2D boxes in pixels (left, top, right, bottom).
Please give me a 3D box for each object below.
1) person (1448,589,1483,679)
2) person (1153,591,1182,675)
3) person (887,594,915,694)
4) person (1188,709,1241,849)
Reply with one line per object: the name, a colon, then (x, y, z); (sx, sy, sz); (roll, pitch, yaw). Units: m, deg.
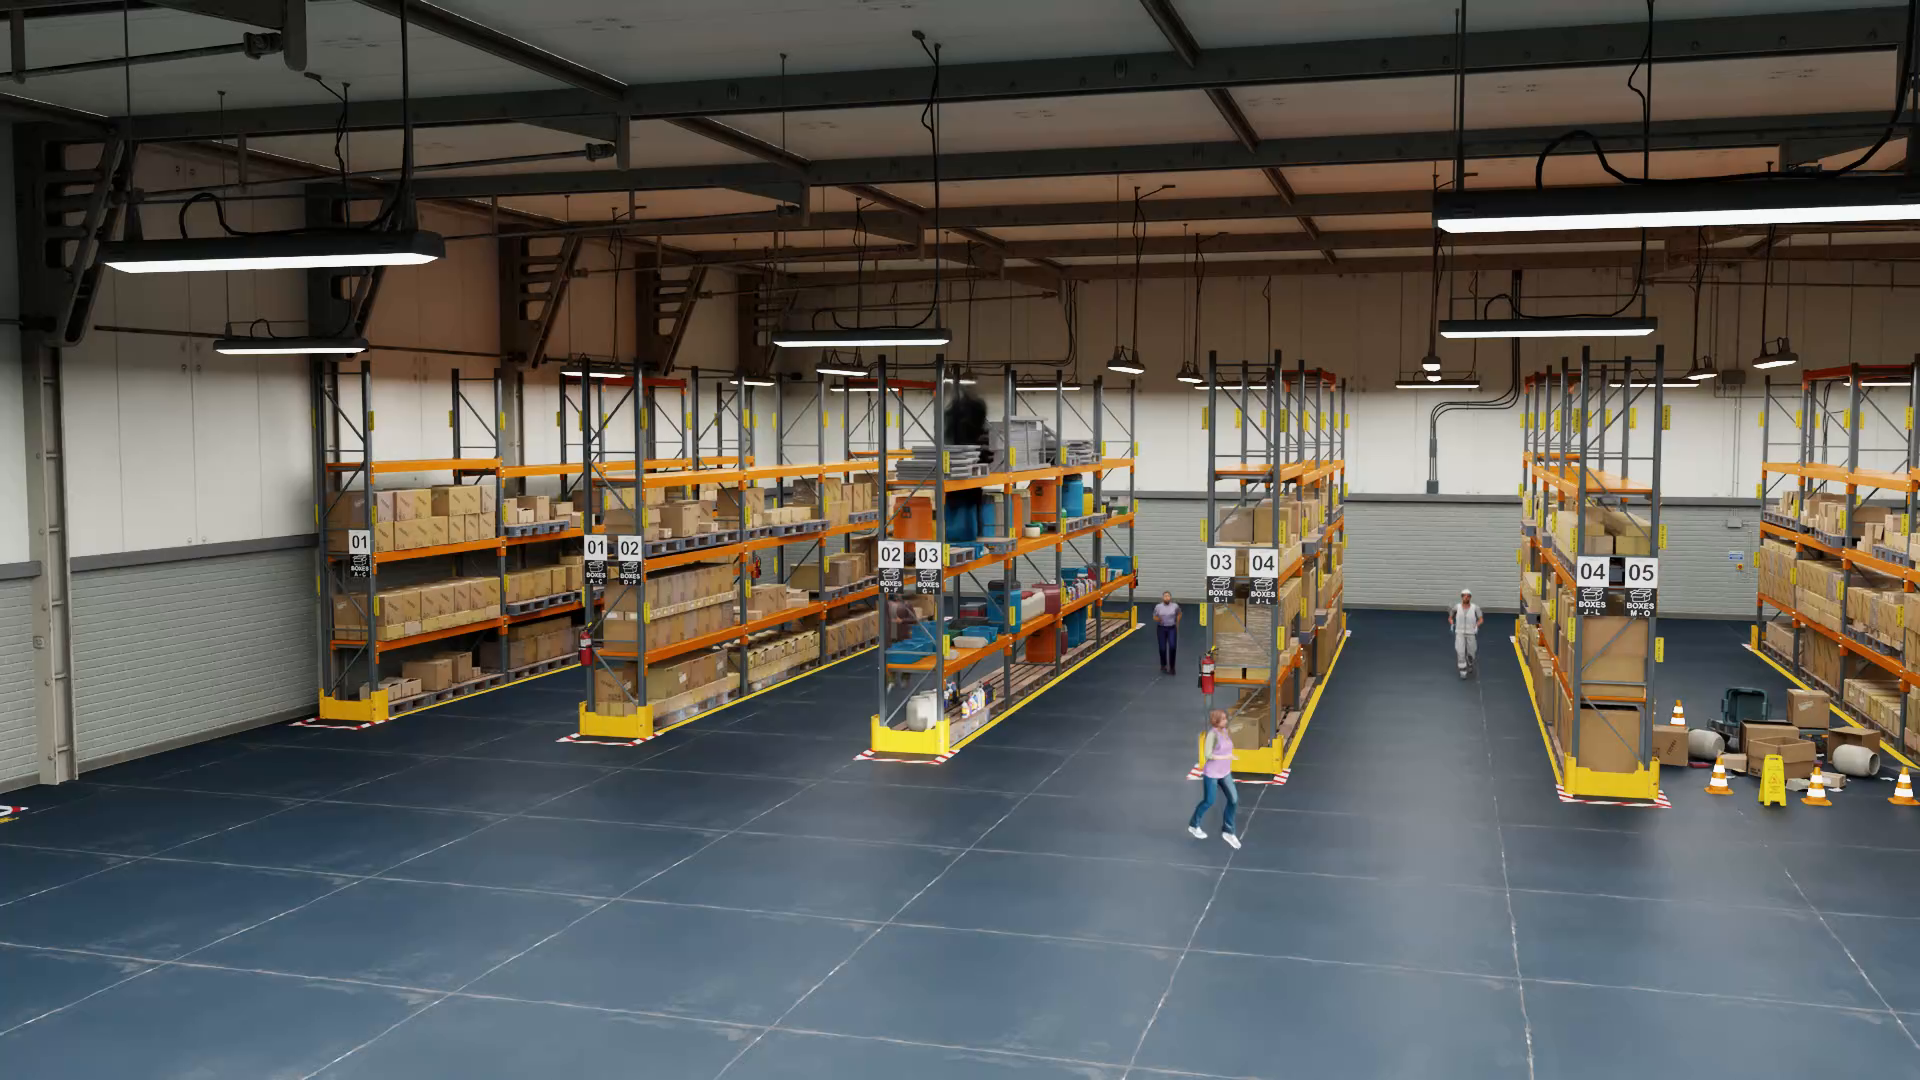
person: (9.819, 1.825, 32.316); (0.654, 1.737, 0.622); (1, 4, 19)
person: (4.102, 1.890, 32.971); (0.561, 1.604, 0.731); (1, 4, 9)
person: (-1.105, 1.731, 29.180); (0.694, 1.838, 0.834); (1, 4, 18)
person: (3.004, 2.798, 19.600); (0.525, 1.637, 0.729); (-4, 6, -43)
